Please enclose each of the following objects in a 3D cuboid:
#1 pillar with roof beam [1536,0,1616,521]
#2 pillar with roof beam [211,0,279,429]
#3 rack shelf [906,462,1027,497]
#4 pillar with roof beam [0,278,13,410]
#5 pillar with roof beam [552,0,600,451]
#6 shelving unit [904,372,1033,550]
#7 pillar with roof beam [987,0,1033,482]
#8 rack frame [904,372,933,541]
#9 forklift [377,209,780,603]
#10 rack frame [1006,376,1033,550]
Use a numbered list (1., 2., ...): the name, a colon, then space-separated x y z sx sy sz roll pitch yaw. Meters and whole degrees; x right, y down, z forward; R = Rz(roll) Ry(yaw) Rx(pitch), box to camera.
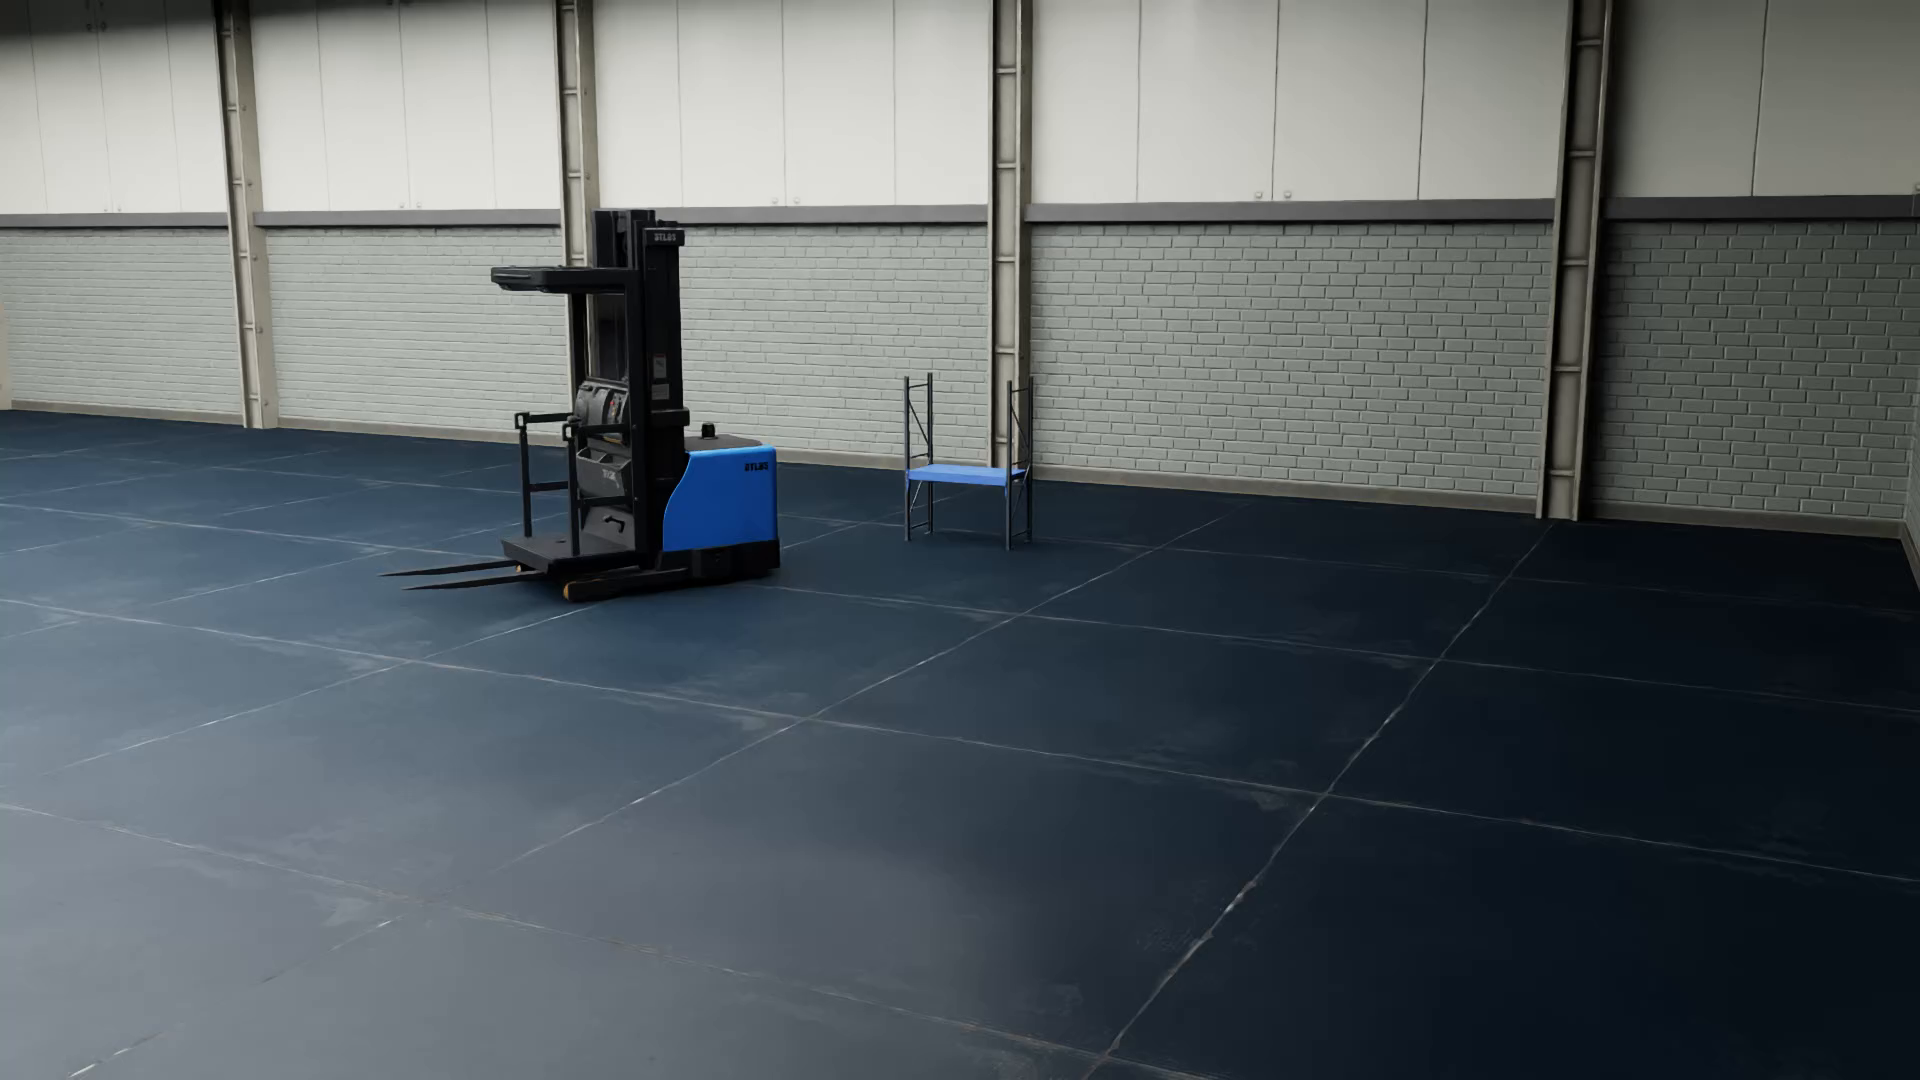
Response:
1. pillar with roof beam: 4.028 -3.966 11.878 0.400 9.000 9.100 5 11 26
2. pillar with roof beam: -12.114 -5.385 19.716 0.400 9.000 9.100 5 11 26
3. rack shelf: 0.076 -0.554 15.092 1.000 0.185 0.538 5 11 26
4. pillar with roof beam: -17.495 -5.858 22.328 0.400 9.000 9.100 5 11 26
5. pillar with roof beam: -6.734 -4.912 17.103 0.400 9.000 9.100 5 11 26
6. shelving unit: 0.076 -0.731 15.059 1.048 1.500 0.538 5 11 26
7. pillar with roof beam: -1.353 -4.439 14.491 0.400 9.000 9.100 5 11 26
8. rack frame: -0.379 -0.771 15.281 0.032 1.500 0.500 5 11 26
9. forklift: -2.973 -1.071 12.919 3.031 2.935 1.130 -7 12 -34
10. rack frame: 0.532 -0.691 14.838 0.032 1.500 0.500 5 11 26
